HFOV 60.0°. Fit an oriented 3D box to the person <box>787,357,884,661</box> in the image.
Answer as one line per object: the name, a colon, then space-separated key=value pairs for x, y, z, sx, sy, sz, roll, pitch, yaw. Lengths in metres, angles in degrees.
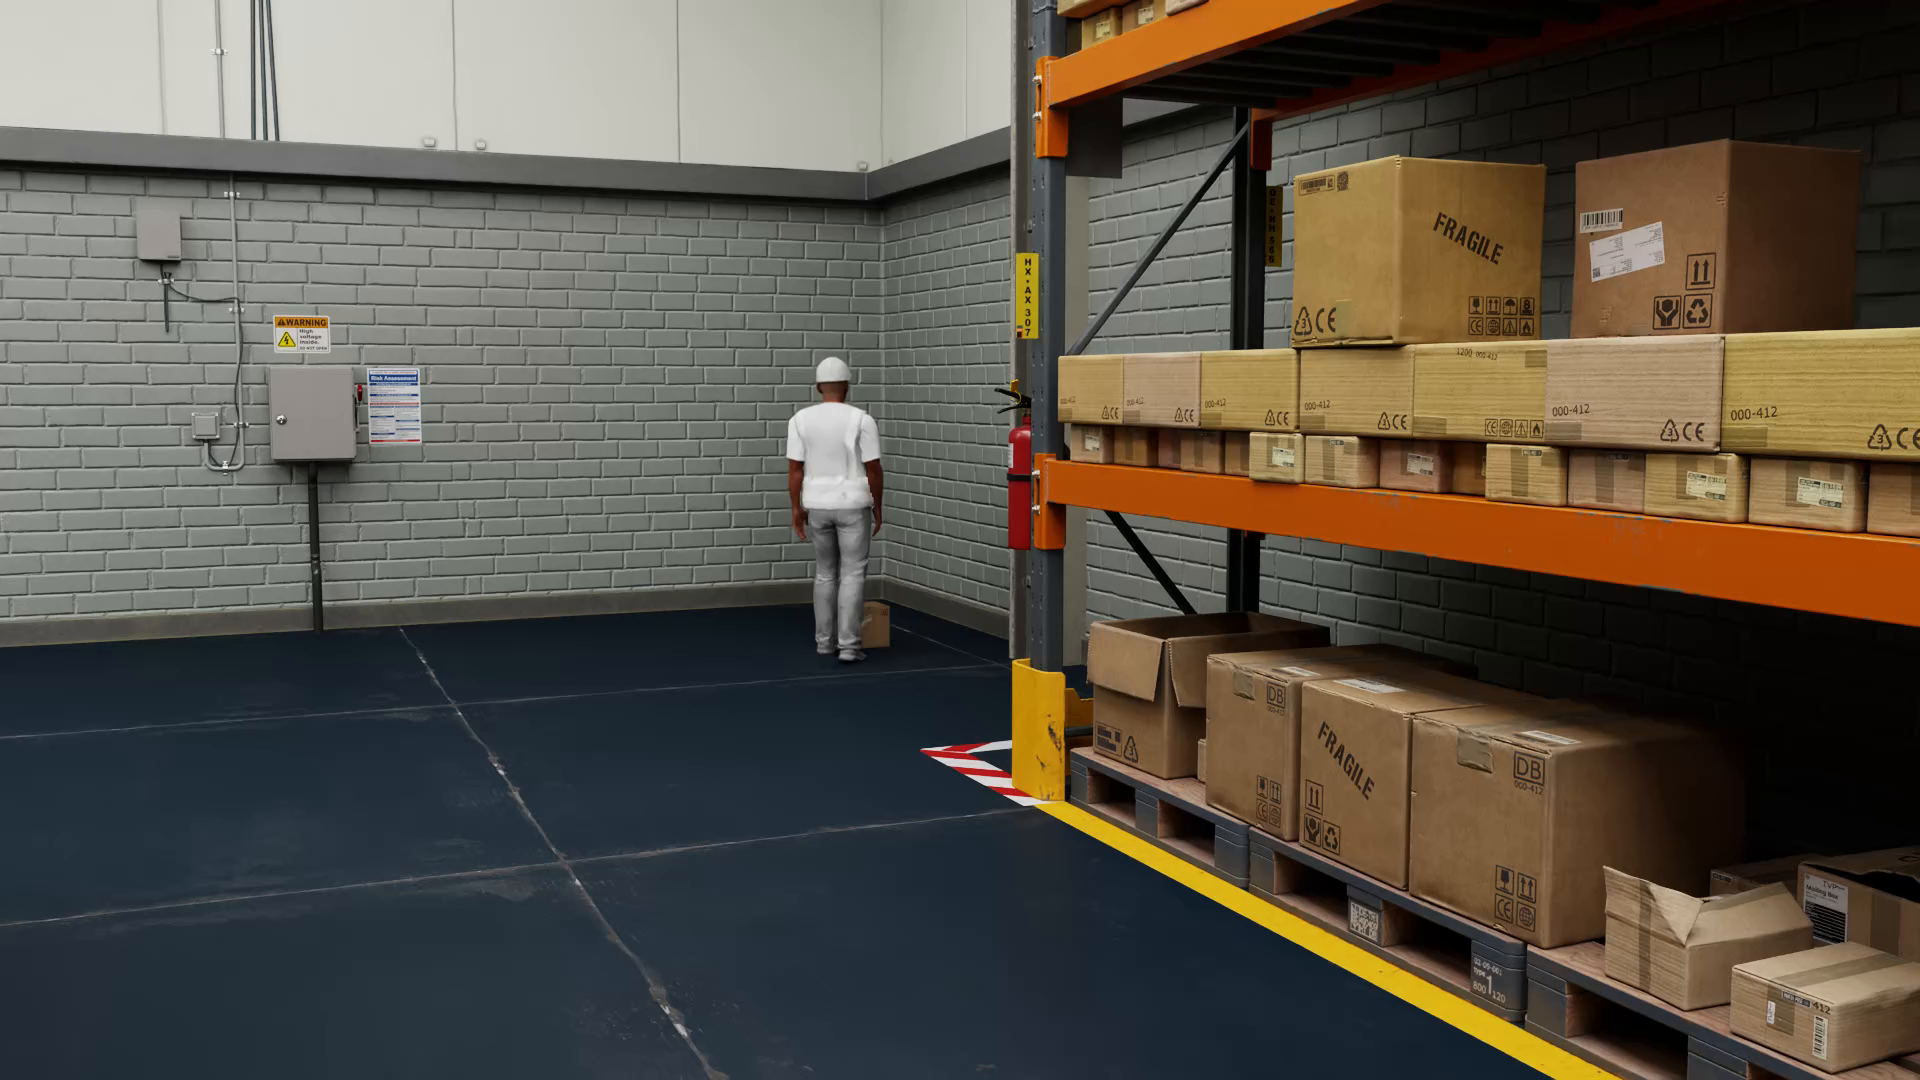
person: x=-0.709 y=-0.178 z=9.744 sx=0.568 sy=1.776 sz=0.567 roll=2 pitch=6 yaw=16
